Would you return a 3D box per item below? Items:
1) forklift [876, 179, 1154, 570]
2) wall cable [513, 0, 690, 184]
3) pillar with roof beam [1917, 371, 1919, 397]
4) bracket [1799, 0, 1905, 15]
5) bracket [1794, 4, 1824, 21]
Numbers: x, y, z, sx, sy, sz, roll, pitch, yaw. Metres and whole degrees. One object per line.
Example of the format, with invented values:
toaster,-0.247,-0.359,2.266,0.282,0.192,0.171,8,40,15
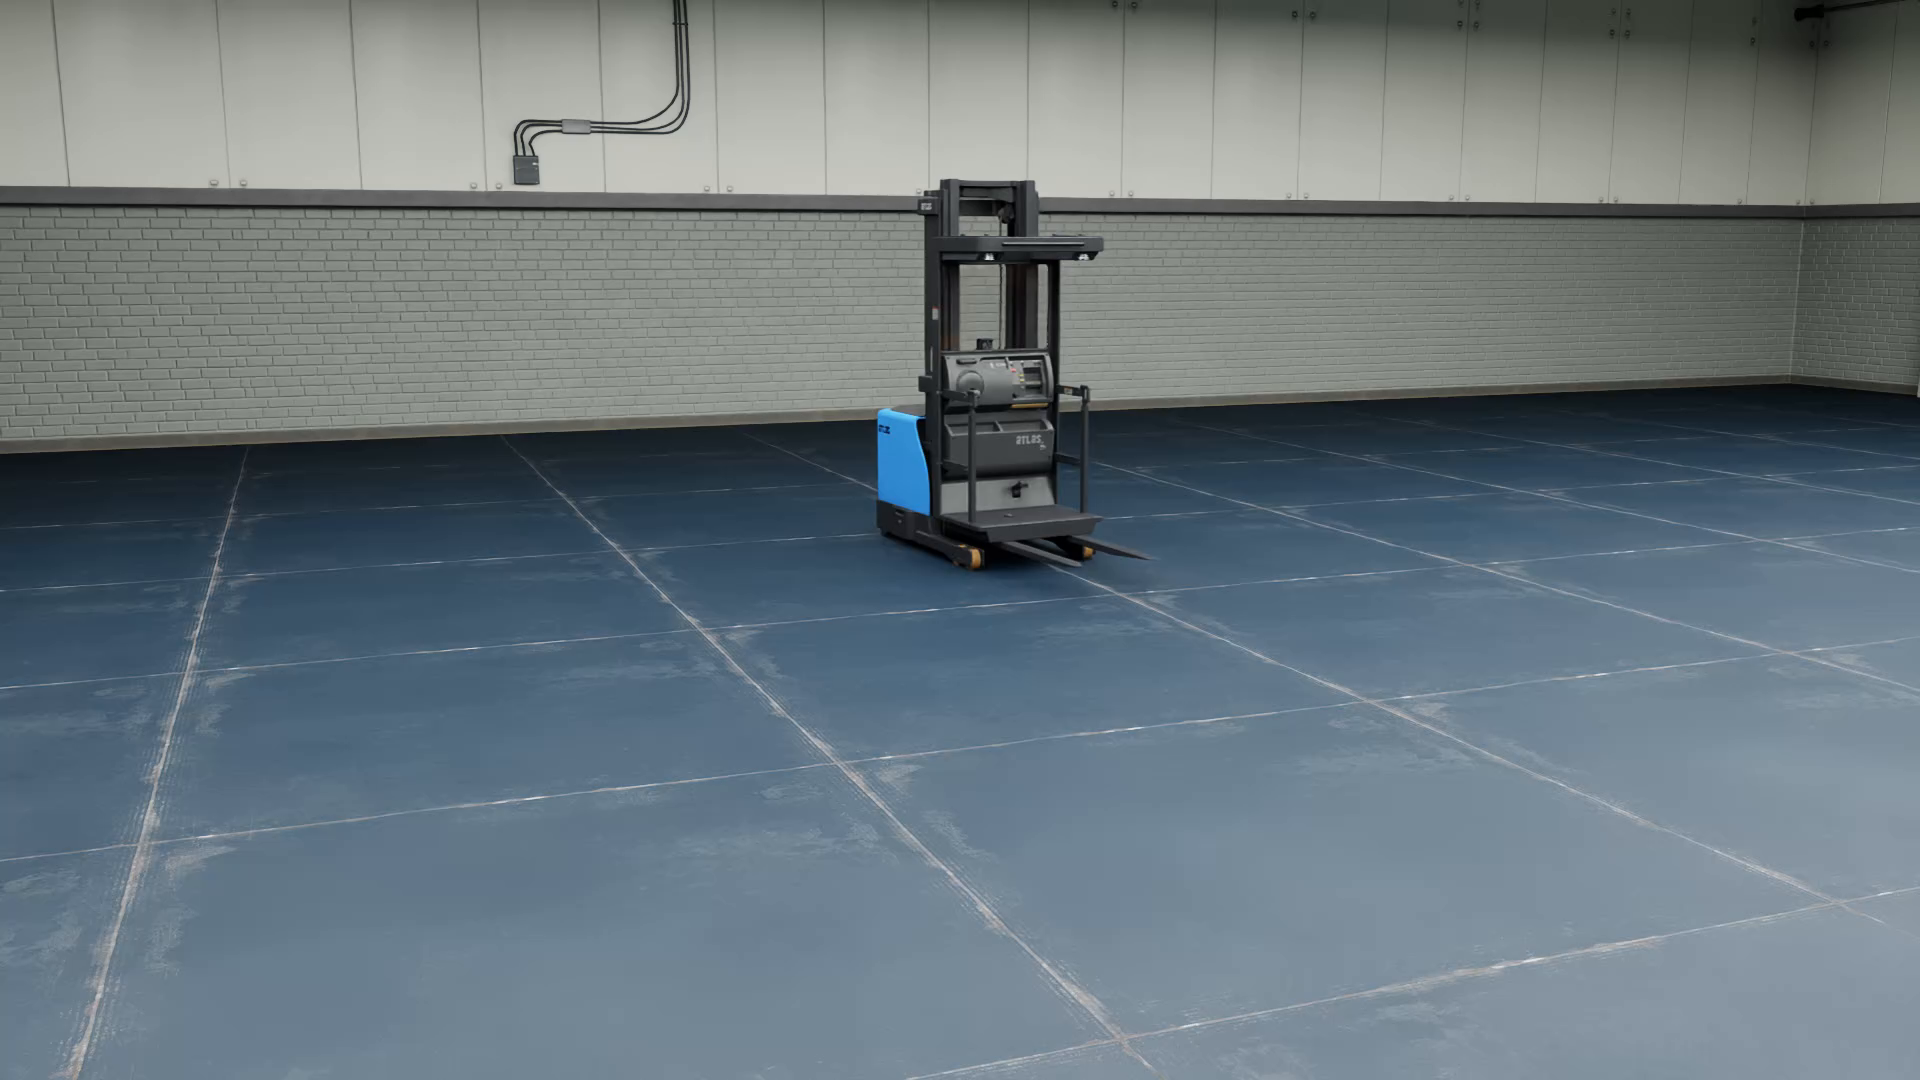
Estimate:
forklift,0.409,-1.303,12.877,1.130,2.935,3.031,-5,11,-27
wall cable,-4.599,-7.572,21.082,2.305,6.003,0.169,-4,11,-21
pillar with roof beam,11.728,-6.459,24.535,9.100,9.000,0.400,-4,11,-21
bracket,14.615,-8.840,27.643,0.076,0.066,3.189,-4,11,-21
bracket,14.401,-8.936,28.185,0.235,0.232,0.430,-4,11,-21
